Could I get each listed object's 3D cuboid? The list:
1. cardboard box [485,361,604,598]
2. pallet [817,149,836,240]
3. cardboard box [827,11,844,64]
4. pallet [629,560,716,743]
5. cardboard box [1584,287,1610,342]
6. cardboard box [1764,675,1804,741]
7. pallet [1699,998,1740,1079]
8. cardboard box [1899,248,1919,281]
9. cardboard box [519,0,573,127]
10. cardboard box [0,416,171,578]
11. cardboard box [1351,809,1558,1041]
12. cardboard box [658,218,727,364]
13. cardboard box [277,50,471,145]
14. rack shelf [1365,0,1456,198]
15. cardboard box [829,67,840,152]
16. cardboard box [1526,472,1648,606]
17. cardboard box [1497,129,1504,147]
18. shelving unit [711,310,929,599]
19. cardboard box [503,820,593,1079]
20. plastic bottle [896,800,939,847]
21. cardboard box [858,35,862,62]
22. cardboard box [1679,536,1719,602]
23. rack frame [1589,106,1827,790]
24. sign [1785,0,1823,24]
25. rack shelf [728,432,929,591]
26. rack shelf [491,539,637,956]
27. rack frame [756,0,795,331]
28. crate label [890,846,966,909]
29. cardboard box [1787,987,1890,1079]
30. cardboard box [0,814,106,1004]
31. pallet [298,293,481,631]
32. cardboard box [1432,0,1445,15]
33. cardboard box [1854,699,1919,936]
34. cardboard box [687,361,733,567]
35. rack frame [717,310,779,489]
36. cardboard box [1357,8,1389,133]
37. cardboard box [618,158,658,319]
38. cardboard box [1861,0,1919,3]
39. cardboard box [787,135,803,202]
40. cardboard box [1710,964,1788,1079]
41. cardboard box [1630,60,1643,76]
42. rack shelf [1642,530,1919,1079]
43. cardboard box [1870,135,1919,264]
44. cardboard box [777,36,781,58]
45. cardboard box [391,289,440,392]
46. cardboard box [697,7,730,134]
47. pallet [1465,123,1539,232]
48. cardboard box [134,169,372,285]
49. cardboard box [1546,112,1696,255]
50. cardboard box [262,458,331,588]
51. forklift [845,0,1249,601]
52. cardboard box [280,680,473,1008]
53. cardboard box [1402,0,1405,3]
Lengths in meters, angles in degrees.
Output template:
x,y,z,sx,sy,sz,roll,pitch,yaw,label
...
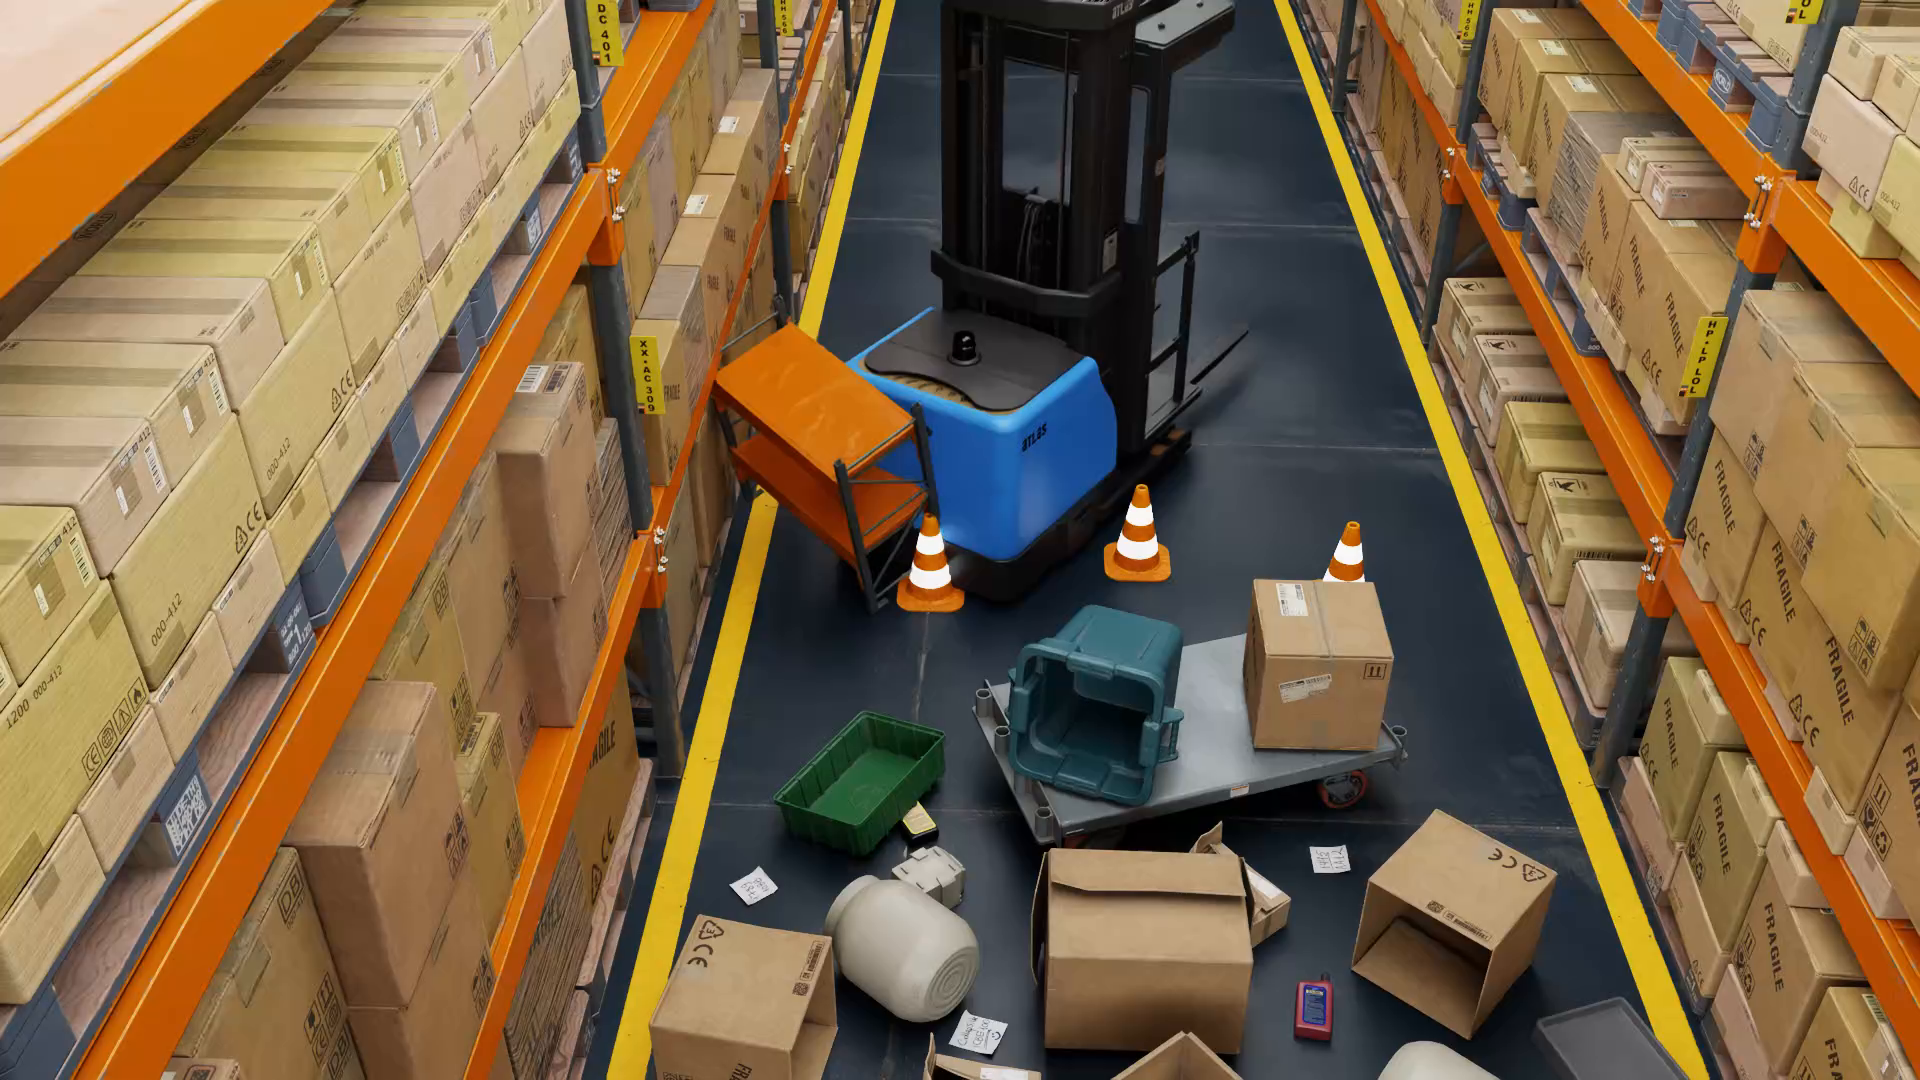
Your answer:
x,y,z,sx,sy,sz,roll,pitch,yaw,label
-1.661,-0.205,5.309,0.875,0.550,0.550,1,35,2,cardboard box
-1.461,-2.537,12.122,1.003,0.211,1.213,1,35,2,pallet
-1.162,-3.850,12.722,0.500,0.250,0.500,0,35,1,cardboard box
-1.751,0.464,7.852,1.003,0.211,1.213,1,35,2,pallet
2.998,-0.993,7.353,0.380,0.149,0.250,2,35,2,cardboard box
2.927,0.542,5.534,0.380,0.149,0.250,2,35,3,cardboard box
3.206,2.055,5.588,1.003,0.211,1.213,1,35,2,pallet
3.020,-0.832,4.881,0.380,0.149,0.250,1,35,2,cardboard box
-1.469,-1.443,4.951,0.500,0.250,0.500,1,35,1,cardboard box
-1.514,-0.072,2.654,0.380,0.149,0.250,1,35,1,cardboard box
1.841,1.431,6.223,0.500,0.500,0.500,28,44,33,cardboard box
-1.374,-1.146,7.630,0.500,0.500,0.500,1,35,2,cardboard box
-1.442,-1.095,4.110,0.380,0.149,0.250,1,35,2,cardboard box
3.485,-3.328,11.448,1.077,0.370,4.000,1,35,2,rack shelf
-1.184,-3.251,12.522,0.500,0.500,0.500,1,35,1,cardboard box
3.644,-2.724,10.260,0.950,2.239,7.527,3,35,5,cardboard box
3.161,-2.198,9.068,0.380,0.149,0.250,-1,35,-1,cardboard box
-0.649,-0.407,8.086,0.538,0.981,1.030,-38,57,-21,shelving unit
-1.834,1.344,5.658,0.875,0.875,0.875,2,35,2,cardboard box
-0.209,1.164,6.986,0.133,0.061,0.283,-17,38,-22,plastic bottle
-1.039,-4.188,14.160,0.380,0.149,0.250,2,35,3,cardboard box
2.911,0.101,6.162,0.380,0.149,0.250,1,35,2,cardboard box
3.244,-0.175,6.336,1.000,3.000,0.127,1,35,2,rack frame
2.689,-1.786,5.227,0.100,0.325,0.005,1,35,2,sign
-0.626,-0.257,8.278,0.538,0.278,1.000,-38,57,-21,rack shelf
-1.787,1.103,4.912,0.919,0.052,3.809,1,35,2,rack shelf
-1.546,-2.530,9.686,1.000,3.000,0.127,1,35,2,rack frame
-0.132,1.361,6.640,0.298,0.136,0.250,-24,42,-30,crate label
2.900,1.713,5.023,0.500,0.500,0.500,1,35,1,cardboard box
-1.533,0.540,2.476,0.380,0.149,0.250,2,35,2,cardboard box
-1.801,-0.254,3.916,1.003,0.211,1.213,1,35,2,pallet
3.176,-3.521,10.141,0.500,0.500,0.500,2,35,3,cardboard box
2.917,0.776,4.637,0.500,0.500,0.500,2,35,2,cardboard box
-1.729,-0.396,8.242,1.050,0.750,0.750,1,35,2,cardboard box
-0.987,-0.685,8.344,0.475,0.981,0.013,-38,57,-21,rack frame
3.620,-3.716,12.857,0.875,0.875,0.875,2,35,3,cardboard box
-1.673,-1.263,6.927,0.700,0.500,0.500,1,35,1,cardboard box
3.140,-2.053,5.731,0.500,0.250,0.500,2,35,3,cardboard box
-1.276,-2.376,10.625,0.500,0.250,0.500,0,35,0,cardboard box
2.922,1.722,5.662,0.500,0.250,0.500,1,35,1,cardboard box
3.654,-2.243,8.568,0.500,0.500,0.500,1,35,1,cardboard box
3.164,1.268,4.908,1.077,0.370,4.000,1,35,2,rack shelf
2.941,-0.920,4.659,0.500,0.250,0.500,1,35,1,cardboard box
-1.315,-3.005,10.216,0.380,0.149,0.250,3,35,4,cardboard box
-1.462,-0.475,3.921,0.380,0.149,0.250,1,35,2,cardboard box
-1.592,-2.431,8.590,0.700,0.500,0.500,1,35,1,cardboard box
3.482,-1.983,9.075,1.213,0.211,1.003,1,35,2,pallet
-1.473,-0.659,3.488,0.380,0.149,0.250,2,35,3,cardboard box
3.099,-1.663,7.742,0.500,0.500,0.500,0,35,0,cardboard box
-1.493,-0.040,3.302,0.380,0.149,0.250,1,35,2,cardboard box
0.645,-1.670,8.599,1.129,2.843,3.031,21,40,27,forklift
-1.725,0.714,4.001,0.875,0.550,0.550,1,35,2,cardboard box
3.208,-3.788,11.173,0.500,0.250,0.500,0,35,0,cardboard box
